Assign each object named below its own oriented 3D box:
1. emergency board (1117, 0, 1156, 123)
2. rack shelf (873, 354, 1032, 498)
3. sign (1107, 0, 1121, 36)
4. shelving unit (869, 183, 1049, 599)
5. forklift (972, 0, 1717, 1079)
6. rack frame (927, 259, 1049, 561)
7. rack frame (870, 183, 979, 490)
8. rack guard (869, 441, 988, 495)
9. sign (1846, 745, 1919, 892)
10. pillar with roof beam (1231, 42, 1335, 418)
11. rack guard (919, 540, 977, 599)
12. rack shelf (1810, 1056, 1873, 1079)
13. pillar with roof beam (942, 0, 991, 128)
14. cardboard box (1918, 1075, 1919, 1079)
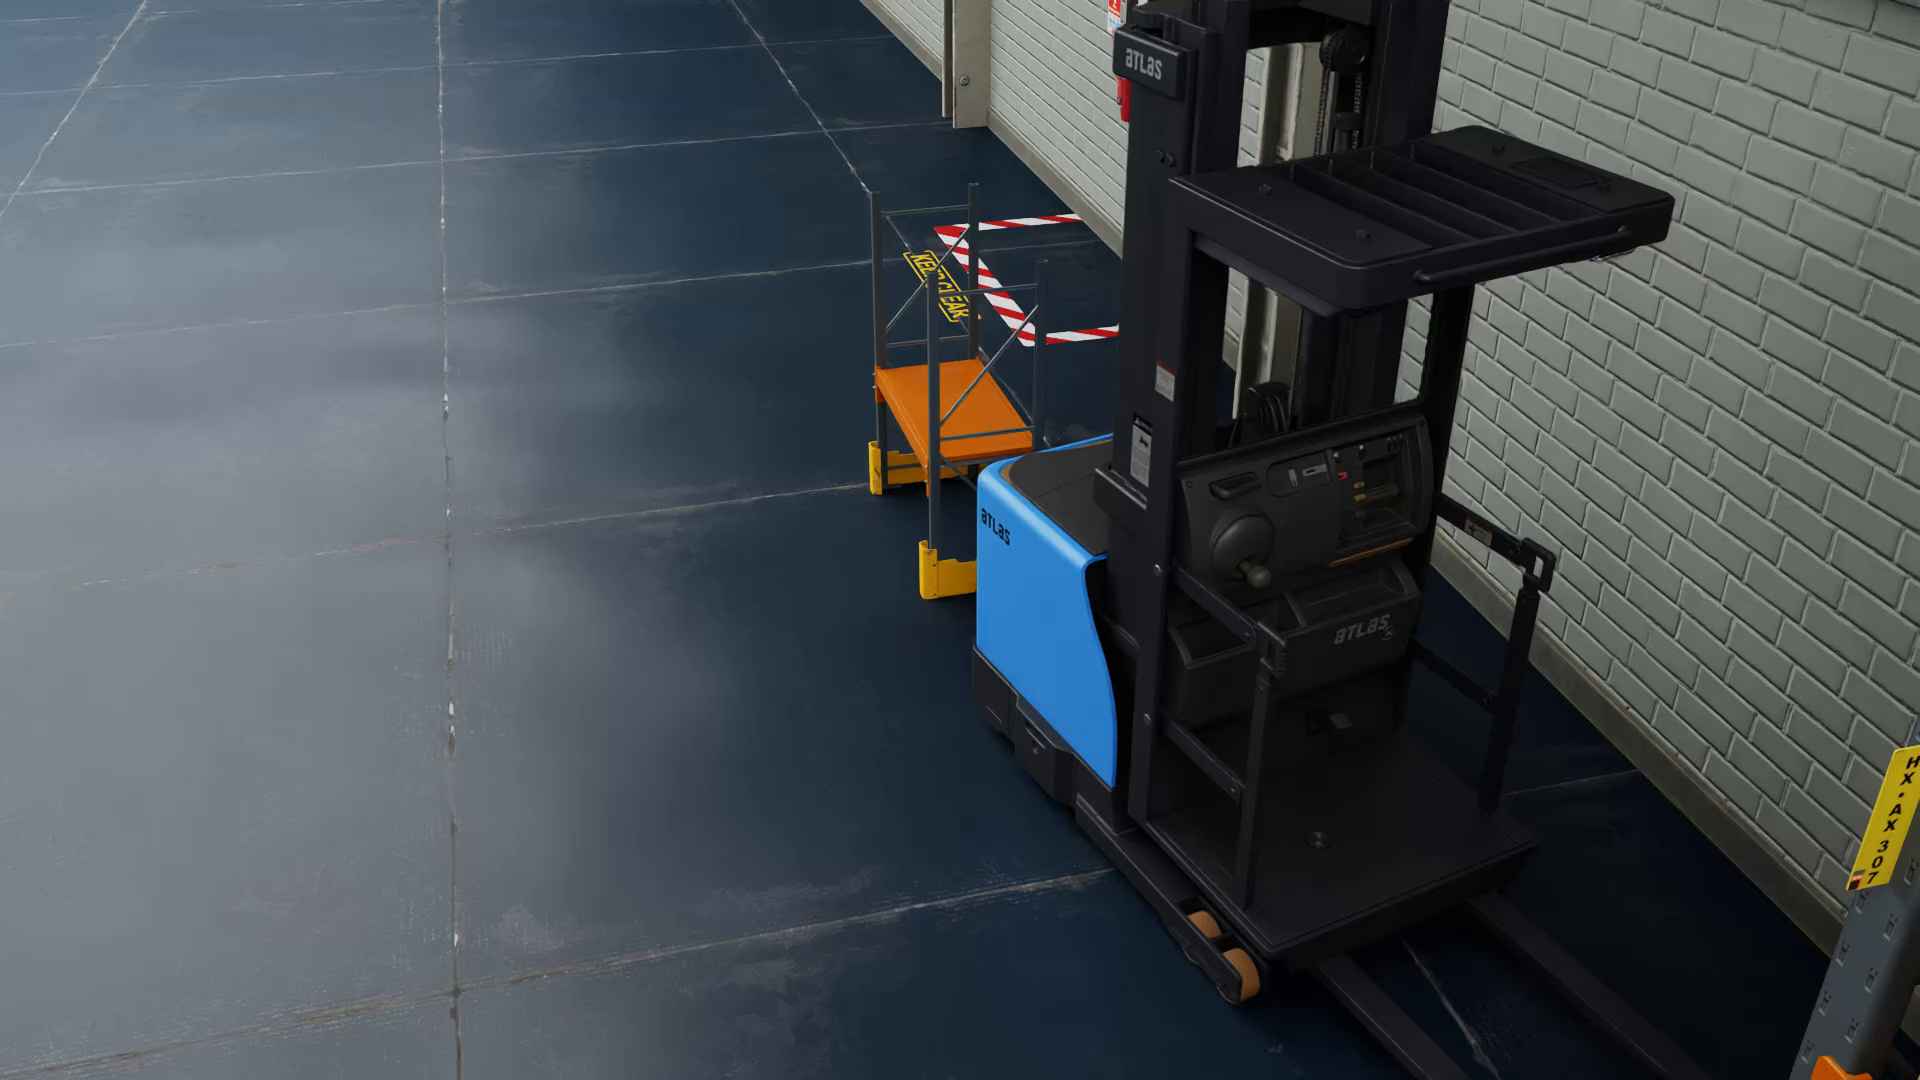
[{"bbox_3d":[1.026,-3.066,10.053,0.194,1.169,0.643,-8,31,-13],"label":"emergency board"},{"bbox_3d":[-0.023,-0.535,7.536,0.538,0.185,1.000,-8,31,-13],"label":"rack shelf"},{"bbox_3d":[0.978,-3.362,10.529,0.001,0.329,0.234,-8,31,-13],"label":"sign"},{"bbox_3d":[-0.020,-0.686,7.438,0.587,1.500,1.083,-8,31,-13],"label":"shelving unit"},{"bbox_3d":[1.179,-0.072,4.948,1.130,2.935,3.031,-15,33,-24],"label":"forklift"},{"bbox_3d":[0.112,-0.445,7.021,0.500,1.500,0.032,-8,31,-13],"label":"rack frame"},{"bbox_3d":[-0.158,-0.936,7.870,0.500,1.500,0.032,-8,31,-13],"label":"rack frame"},{"bbox_3d":[-0.152,-0.386,8.167,0.587,0.250,0.087,-8,31,-13],"label":"rack guard"},{"bbox_3d":[1.694,0.505,3.019,0.100,0.325,0.005,-8,31,-13],"label":"sign"},{"bbox_3d":[-2.506,-3.892,5.490,9.100,9.000,0.400,-8,31,-13],"label":"pillar with roof beam"},{"bbox_3d":[0.112,0.096,7.335,0.587,0.250,0.087,-8,31,-13],"label":"rack guard"},{"bbox_3d":[2.748,2.085,1.872,1.077,0.370,4.000,-8,31,-13],"label":"rack shelf"},{"bbox_3d":[-4.098,-6.789,10.497,9.100,9.000,0.400,-8,31,-13],"label":"pillar with roof beam"},{"bbox_3d":[2.041,1.141,2.913,0.500,0.250,0.500,-9,31,-15],"label":"cardboard box"}]
